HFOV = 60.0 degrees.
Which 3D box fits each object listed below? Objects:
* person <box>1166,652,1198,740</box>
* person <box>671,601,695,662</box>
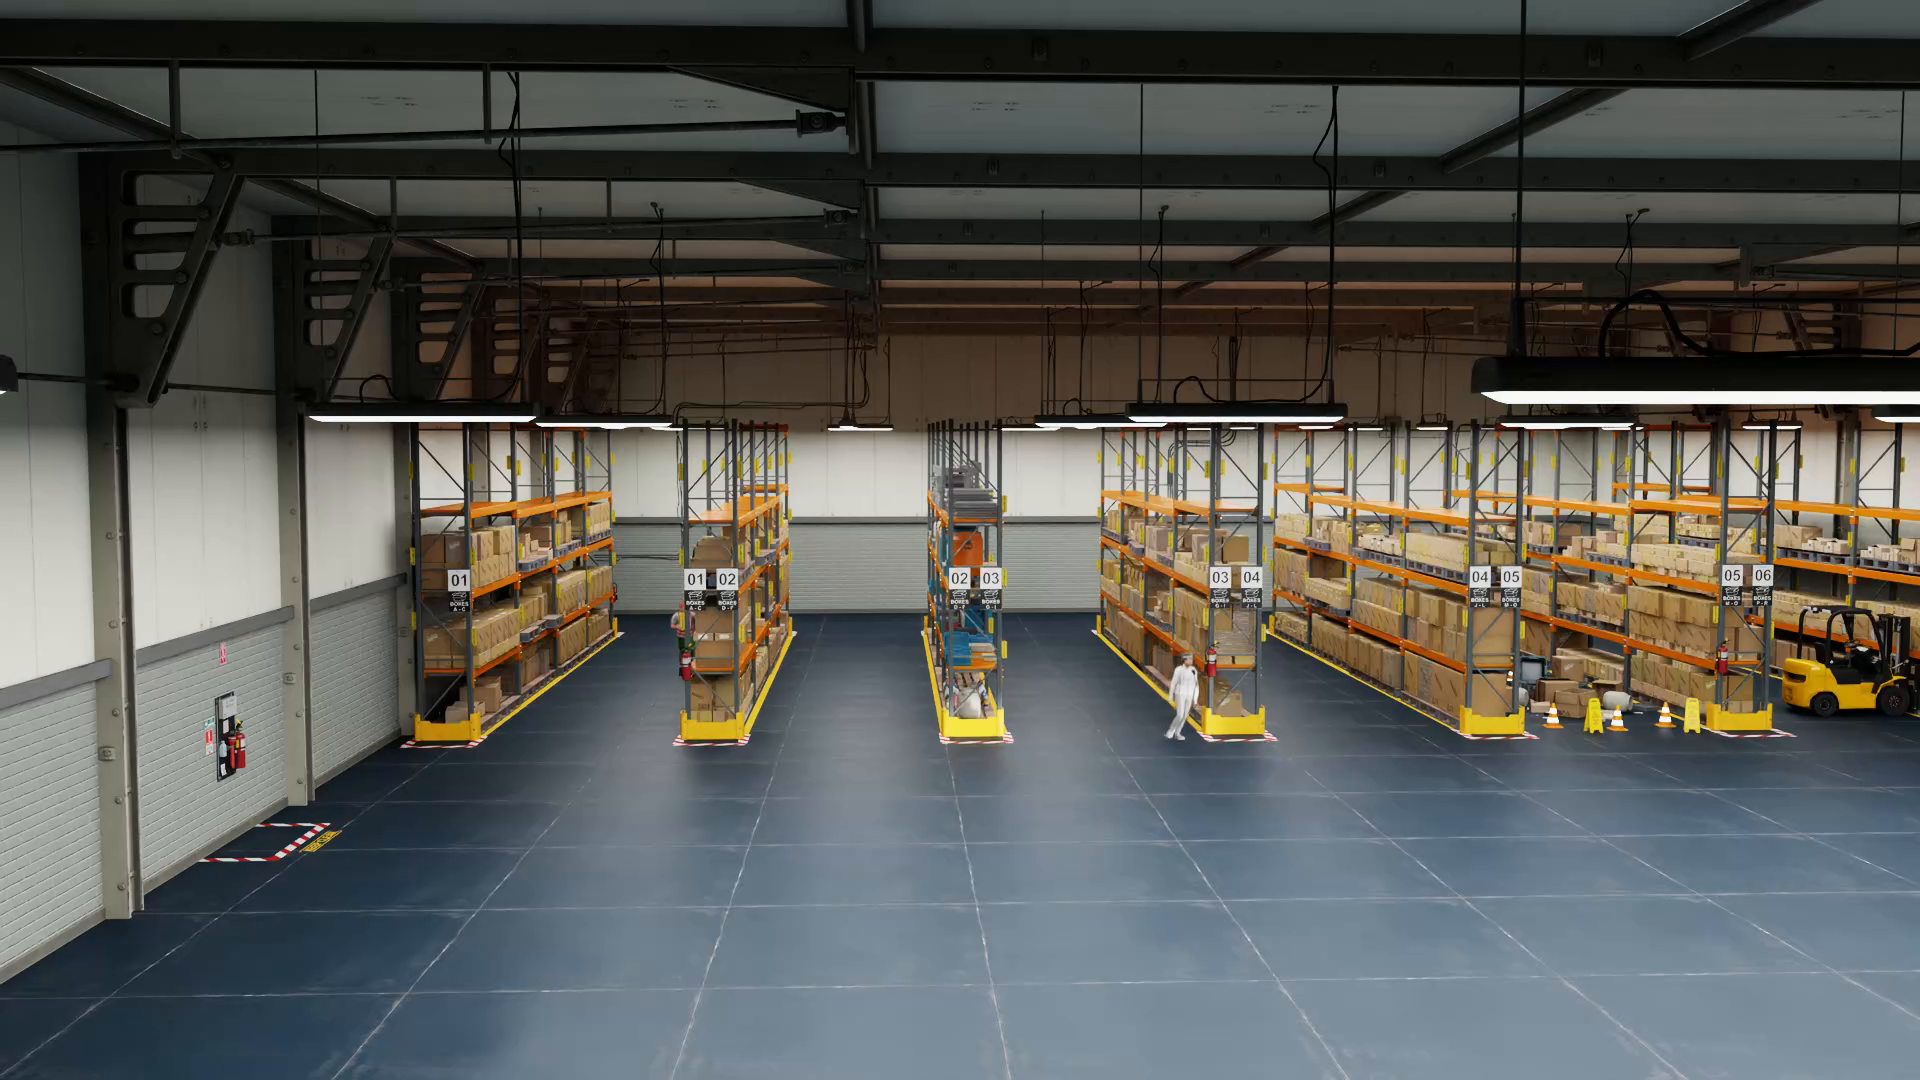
[{"bbox_3d":[4.132,2.896,30.906,0.598,1.661,0.461,-1,4,-22],"label":"person"},{"bbox_3d":[-6.549,2.306,39.757,0.686,1.753,0.995,0,4,-5],"label":"person"}]
